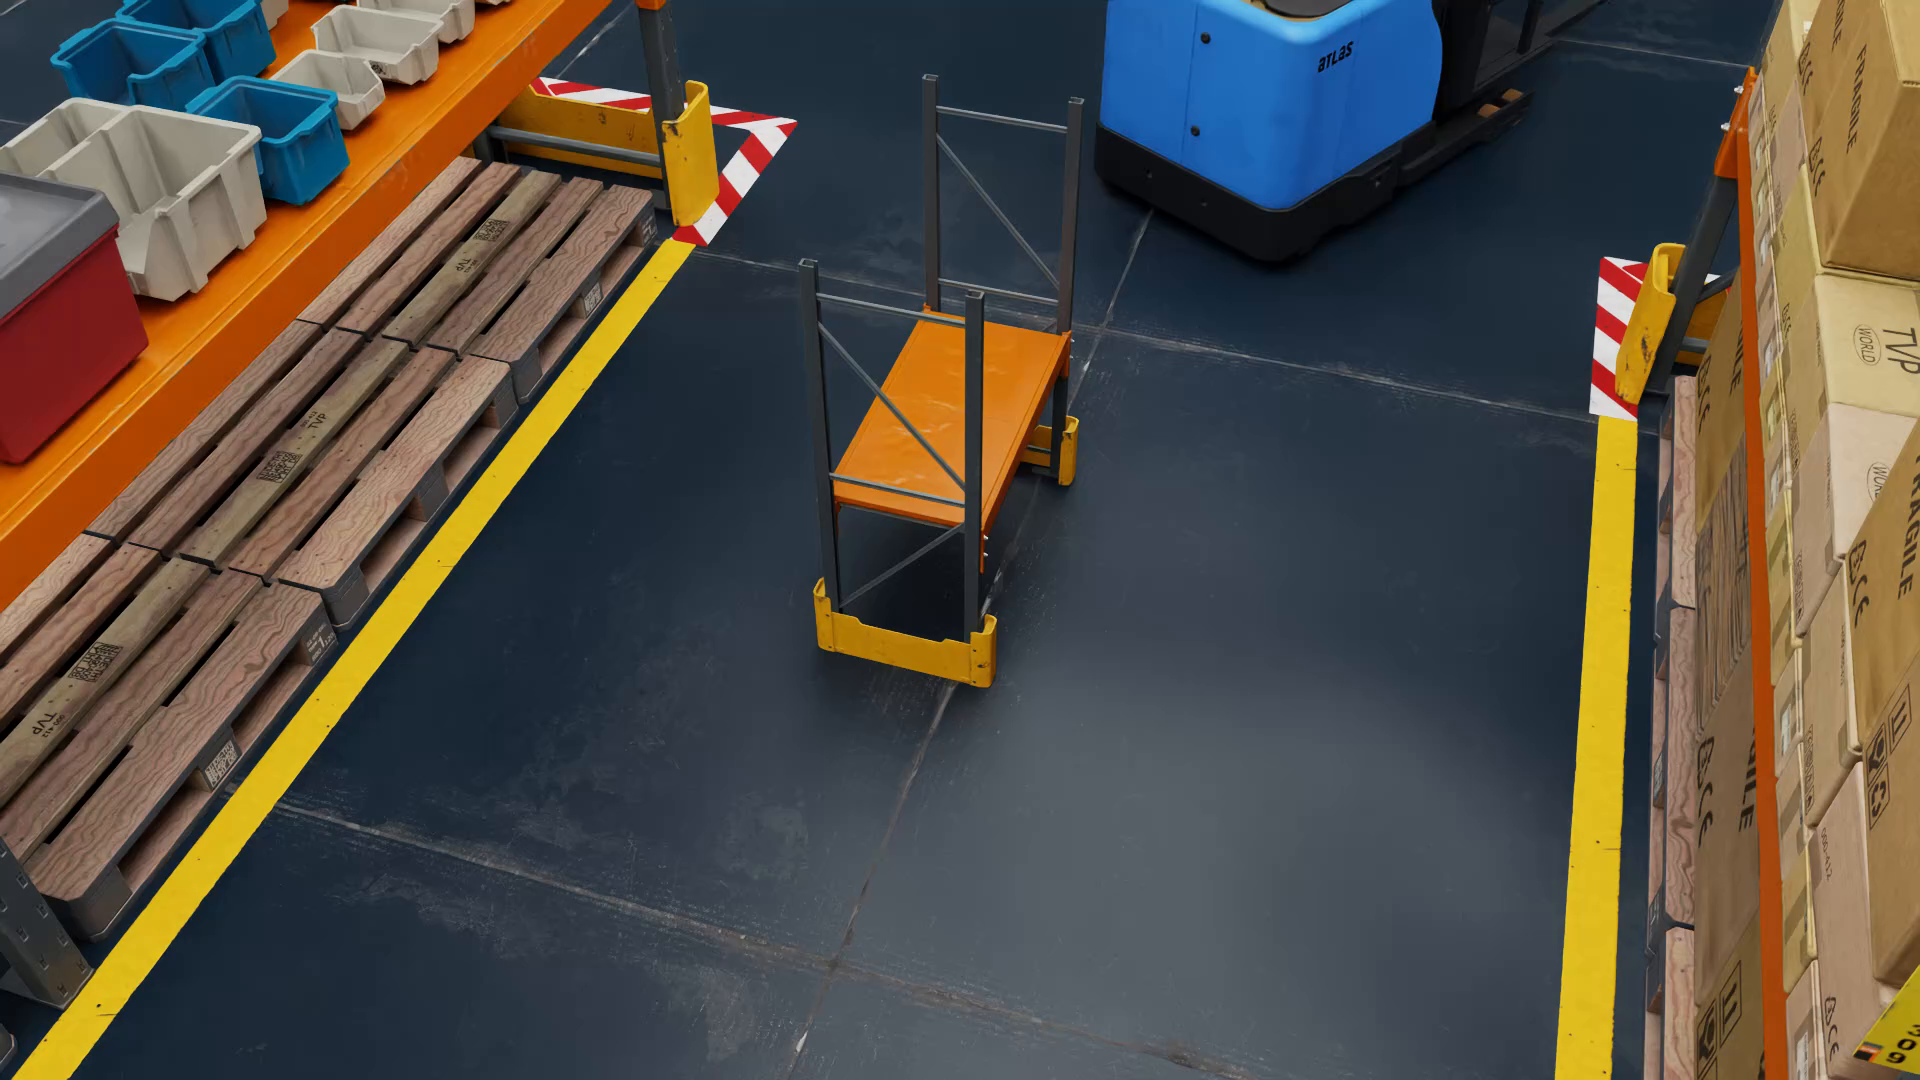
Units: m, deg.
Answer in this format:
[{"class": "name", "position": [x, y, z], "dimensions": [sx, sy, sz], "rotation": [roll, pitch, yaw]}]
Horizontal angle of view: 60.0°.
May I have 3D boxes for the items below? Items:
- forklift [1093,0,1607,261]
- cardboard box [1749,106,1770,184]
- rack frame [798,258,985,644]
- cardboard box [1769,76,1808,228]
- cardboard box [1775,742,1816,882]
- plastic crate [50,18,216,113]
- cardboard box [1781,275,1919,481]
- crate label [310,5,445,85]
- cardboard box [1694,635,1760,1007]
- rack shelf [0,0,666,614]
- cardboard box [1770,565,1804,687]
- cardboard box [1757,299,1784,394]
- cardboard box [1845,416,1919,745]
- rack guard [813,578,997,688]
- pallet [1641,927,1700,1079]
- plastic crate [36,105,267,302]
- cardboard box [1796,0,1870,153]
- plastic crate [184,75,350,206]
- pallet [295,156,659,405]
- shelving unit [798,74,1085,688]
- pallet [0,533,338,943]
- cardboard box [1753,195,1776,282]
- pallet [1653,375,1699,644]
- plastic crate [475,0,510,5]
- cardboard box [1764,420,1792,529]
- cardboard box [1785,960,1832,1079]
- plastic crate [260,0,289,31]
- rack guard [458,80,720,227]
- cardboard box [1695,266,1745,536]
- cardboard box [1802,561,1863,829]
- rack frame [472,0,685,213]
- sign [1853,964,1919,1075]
[{"class": "forklift", "position": [1.998, -3.105, 6.827], "dimensions": [3.031, 2.935, 1.130], "rotation": [-34, 54, -30]}, {"class": "cardboard box", "position": [2.578, -1.145, 4.955], "dimensions": [0.380, 0.149, 0.250], "rotation": [12, 46, 12]}, {"class": "rack frame", "position": [-0.180, -0.140, 4.821], "dimensions": [0.500, 1.500, 0.032], "rotation": [13, 46, 13]}, {"class": "cardboard box", "position": [2.523, -1.015, 4.537], "dimensions": [0.500, 0.250, 0.500], "rotation": [12, 46, 12]}, {"class": "cardboard box", "position": [1.801, 0.568, 3.205], "dimensions": [0.380, 0.149, 0.250], "rotation": [12, 46, 12]}, {"class": "plastic crate", "position": [-2.522, -1.411, 5.124], "dimensions": [0.416, 0.233, 0.300], "rotation": [13, 46, 13]}, {"class": "cardboard box", "position": [2.214, -0.332, 3.839], "dimensions": [0.500, 0.250, 0.500], "rotation": [12, 46, 12]}, {"class": "crate label", "position": [-1.881, -1.586, 5.372], "dimensions": [0.396, 0.136, 0.243], "rotation": [13, 46, 13]}, {"class": "cardboard box", "position": [2.414, 0.680, 4.130], "dimensions": [0.875, 0.875, 0.875], "rotation": [13, 46, 13]}, {"class": "rack shelf", "position": [-2.250, -1.032, 5.174], "dimensions": [1.077, 0.370, 4.000], "rotation": [13, 46, 13]}, {"class": "cardboard box", "position": [1.956, 0.224, 3.556], "dimensions": [0.380, 0.149, 0.250], "rotation": [13, 46, 13]}, {"class": "cardboard box", "position": [2.267, -0.459, 4.254], "dimensions": [0.380, 0.149, 0.250], "rotation": [12, 46, 12]}, {"class": "cardboard box", "position": [1.905, 0.076, 2.886], "dimensions": [0.500, 0.500, 0.500], "rotation": [13, 46, 13]}, {"class": "rack guard", "position": [-0.174, 0.293, 5.271], "dimensions": [0.587, 0.250, 0.087], "rotation": [13, 46, 13]}, {"class": "pallet", "position": [2.170, 1.600, 3.964], "dimensions": [1.003, 0.211, 1.213], "rotation": [13, 46, 13]}, {"class": "plastic crate", "position": [-2.217, -0.914, 4.581], "dimensions": [0.437, 0.282, 0.530], "rotation": [13, 46, 13]}, {"class": "cardboard box", "position": [2.522, -1.298, 4.290], "dimensions": [0.500, 0.500, 0.500], "rotation": [12, 46, 12]}, {"class": "plastic crate", "position": [-2.022, -1.160, 4.868], "dimensions": [0.416, 0.233, 0.300], "rotation": [13, 46, 13]}, {"class": "pallet", "position": [-1.931, -1.084, 6.707], "dimensions": [1.003, 0.211, 1.213], "rotation": [13, 46, 13]}, {"class": "shelving unit", "position": [-0.023, -0.485, 5.174], "dimensions": [0.587, 1.500, 1.083], "rotation": [13, 46, 13]}, {"class": "pallet", "position": [-2.670, 0.543, 5.045], "dimensions": [1.003, 0.211, 1.213], "rotation": [13, 46, 13]}, {"class": "cardboard box", "position": [2.423, -0.800, 4.603], "dimensions": [0.380, 0.149, 0.250], "rotation": [12, 46, 12]}, {"class": "pallet", "position": [2.909, -0.027, 5.626], "dimensions": [1.003, 0.211, 1.213], "rotation": [13, 46, 13]}, {"class": "plastic crate", "position": [-1.718, -1.967, 5.761], "dimensions": [0.396, 0.136, 0.243], "rotation": [13, 46, 13]}, {"class": "cardboard box", "position": [2.112, -0.116, 3.903], "dimensions": [0.380, 0.149, 0.250], "rotation": [13, 46, 13]}, {"class": "cardboard box", "position": [1.645, 0.910, 2.854], "dimensions": [0.380, 0.149, 0.250], "rotation": [13, 46, 13]}, {"class": "plastic crate", "position": [-2.414, -1.806, 5.596], "dimensions": [0.250, 0.136, 0.298], "rotation": [13, 46, 13]}, {"class": "rack guard", "position": [-1.649, -1.747, 7.178], "dimensions": [1.175, 0.500, 0.348], "rotation": [13, 46, 13]}, {"class": "cardboard box", "position": [2.959, -0.520, 5.356], "dimensions": [0.875, 0.875, 0.875], "rotation": [13, 46, 13]}, {"class": "cardboard box", "position": [1.903, 0.345, 3.147], "dimensions": [0.500, 0.250, 0.500], "rotation": [14, 46, 14]}, {"class": "rack frame", "position": [-1.644, -2.622, 6.285], "dimensions": [1.000, 3.000, 0.127], "rotation": [13, 46, 13]}, {"class": "sign", "position": [1.336, 0.639, 2.277], "dimensions": [0.100, 0.325, 0.005], "rotation": [13, 46, 13]}]
